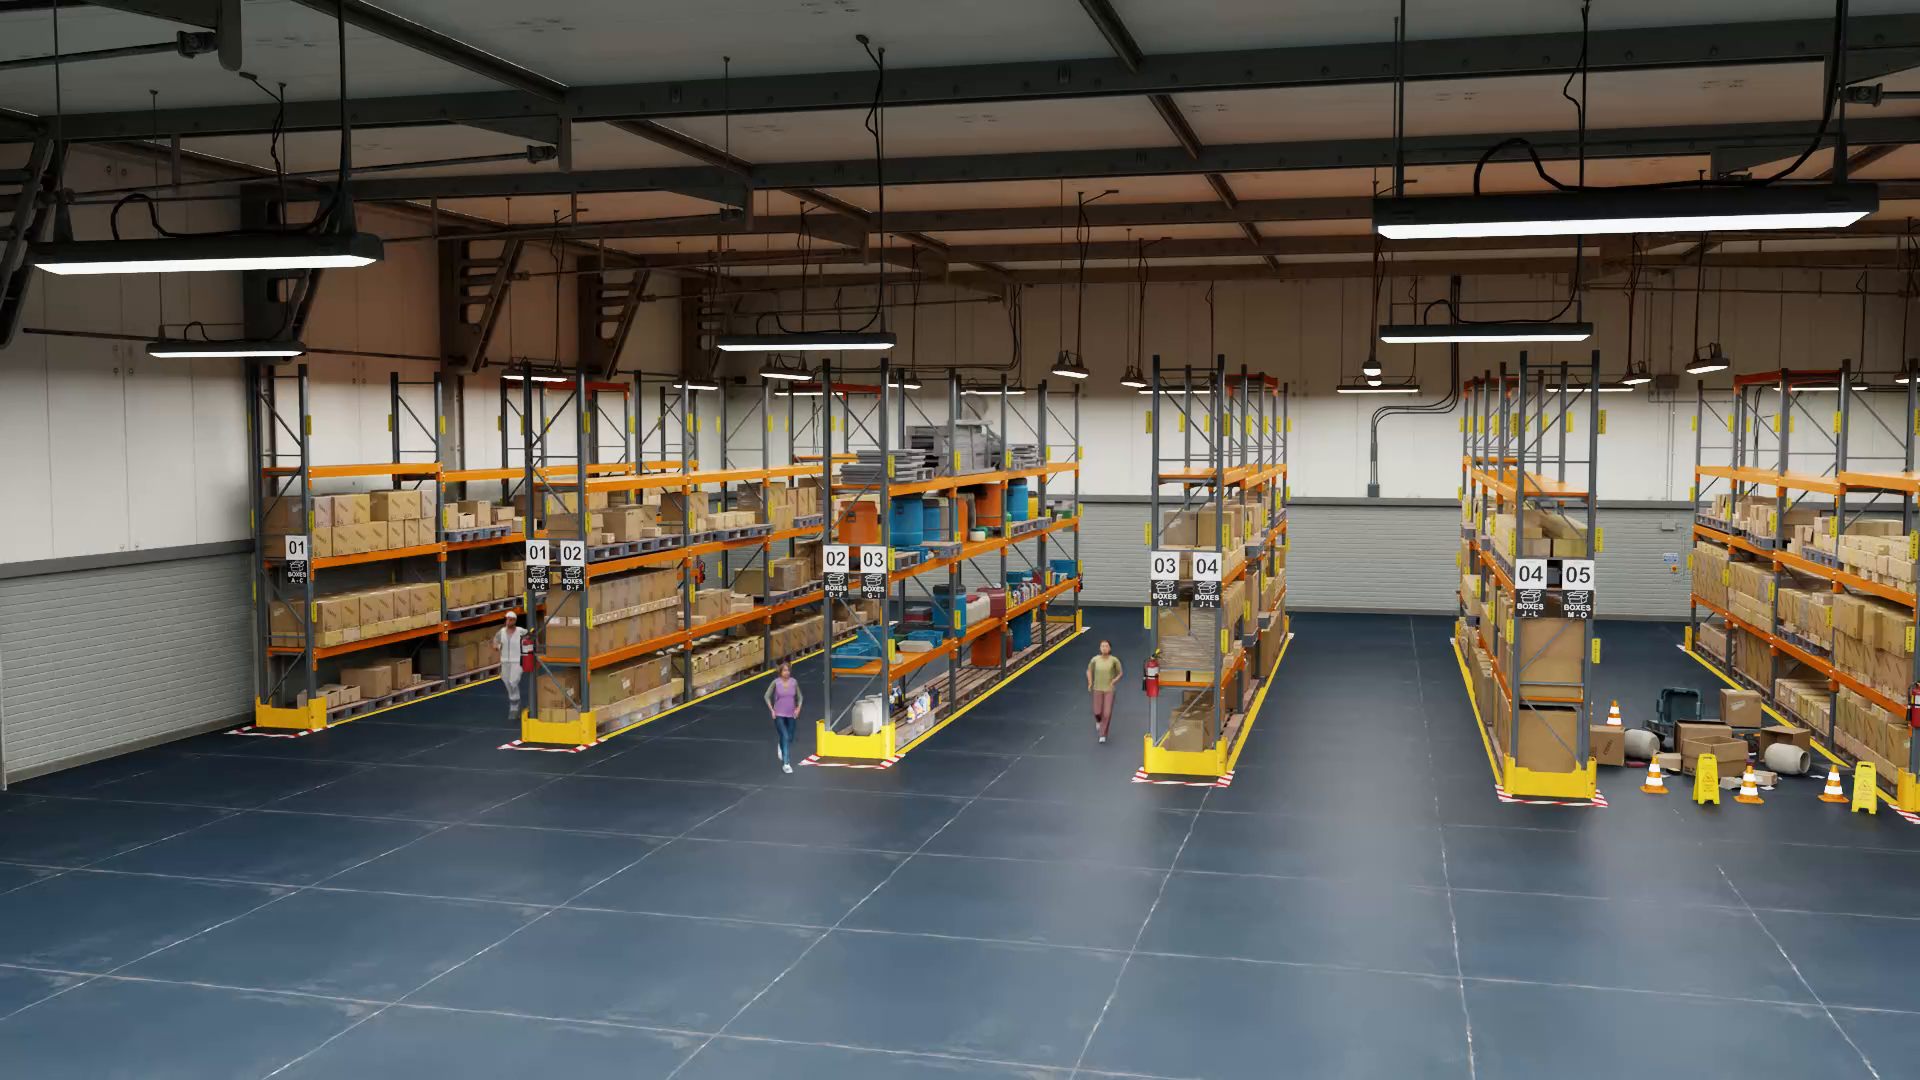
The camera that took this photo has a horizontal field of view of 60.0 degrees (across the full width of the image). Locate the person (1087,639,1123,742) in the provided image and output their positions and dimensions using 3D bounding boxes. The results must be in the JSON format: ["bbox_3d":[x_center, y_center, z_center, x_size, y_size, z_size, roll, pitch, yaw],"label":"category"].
[{"bbox_3d":[2.288,2.380,26.313,0.580,1.621,0.558,1,4,8],"label":"person"}]

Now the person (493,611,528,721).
[{"bbox_3d":[-7.657,2.139,28.468,0.648,1.845,0.799,1,4,8],"label":"person"}]

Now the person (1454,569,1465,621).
[{"bbox_3d":[12.040,1.477,39.380,0.653,1.770,0.828,1,4,8],"label":"person"}]

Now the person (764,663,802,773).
[{"bbox_3d":[-2.568,2.555,24.191,0.553,1.566,0.732,-2,4,-21],"label":"person"}]
